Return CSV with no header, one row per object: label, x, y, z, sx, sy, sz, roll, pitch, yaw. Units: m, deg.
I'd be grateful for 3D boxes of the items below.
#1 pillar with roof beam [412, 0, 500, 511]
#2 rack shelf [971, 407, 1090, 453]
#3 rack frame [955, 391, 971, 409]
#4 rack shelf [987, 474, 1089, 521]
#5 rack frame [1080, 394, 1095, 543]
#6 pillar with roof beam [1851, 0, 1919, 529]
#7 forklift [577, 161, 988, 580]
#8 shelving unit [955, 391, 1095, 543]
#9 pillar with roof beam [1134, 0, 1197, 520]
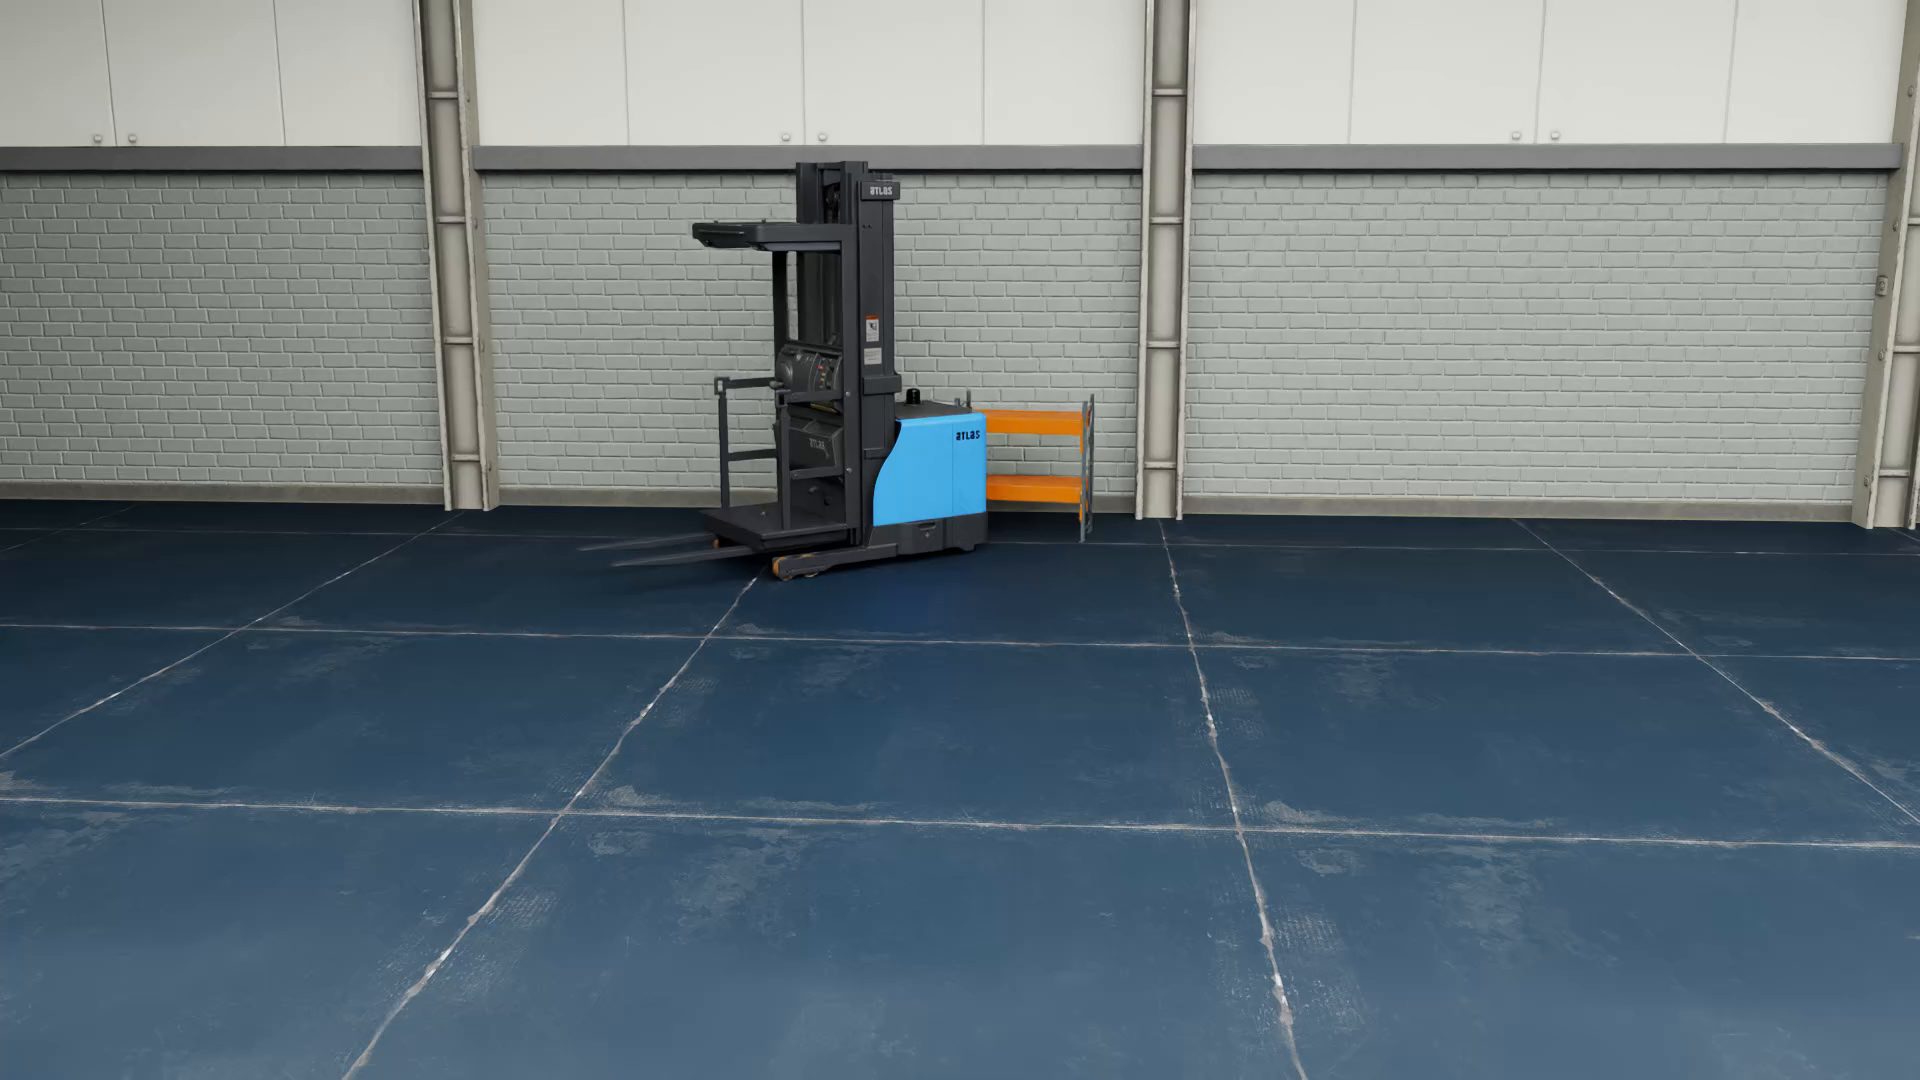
pillar with roof beam,-4.577,-3.813,9.517,0.400,9.000,9.100,1,12,4
rack shelf,0.523,-0.887,13.333,1.000,0.278,0.538,2,12,12
rack frame,0.025,-0.622,13.494,0.032,1.125,0.500,2,12,12
rack shelf,0.523,-0.361,13.443,1.000,0.278,0.538,2,12,12
rack frame,1.020,-0.579,13.291,0.032,1.125,0.500,2,12,12
pillar with roof beam,7.397,-3.649,8.732,0.400,9.000,9.100,1,12,4
forklift,-1.292,-1.269,12.174,3.031,2.935,1.130,-8,14,-33
shelving unit,0.523,-0.601,13.393,1.048,1.125,0.538,2,12,12
pillar with roof beam,1.410,-3.731,9.125,0.400,9.000,9.100,1,12,4
